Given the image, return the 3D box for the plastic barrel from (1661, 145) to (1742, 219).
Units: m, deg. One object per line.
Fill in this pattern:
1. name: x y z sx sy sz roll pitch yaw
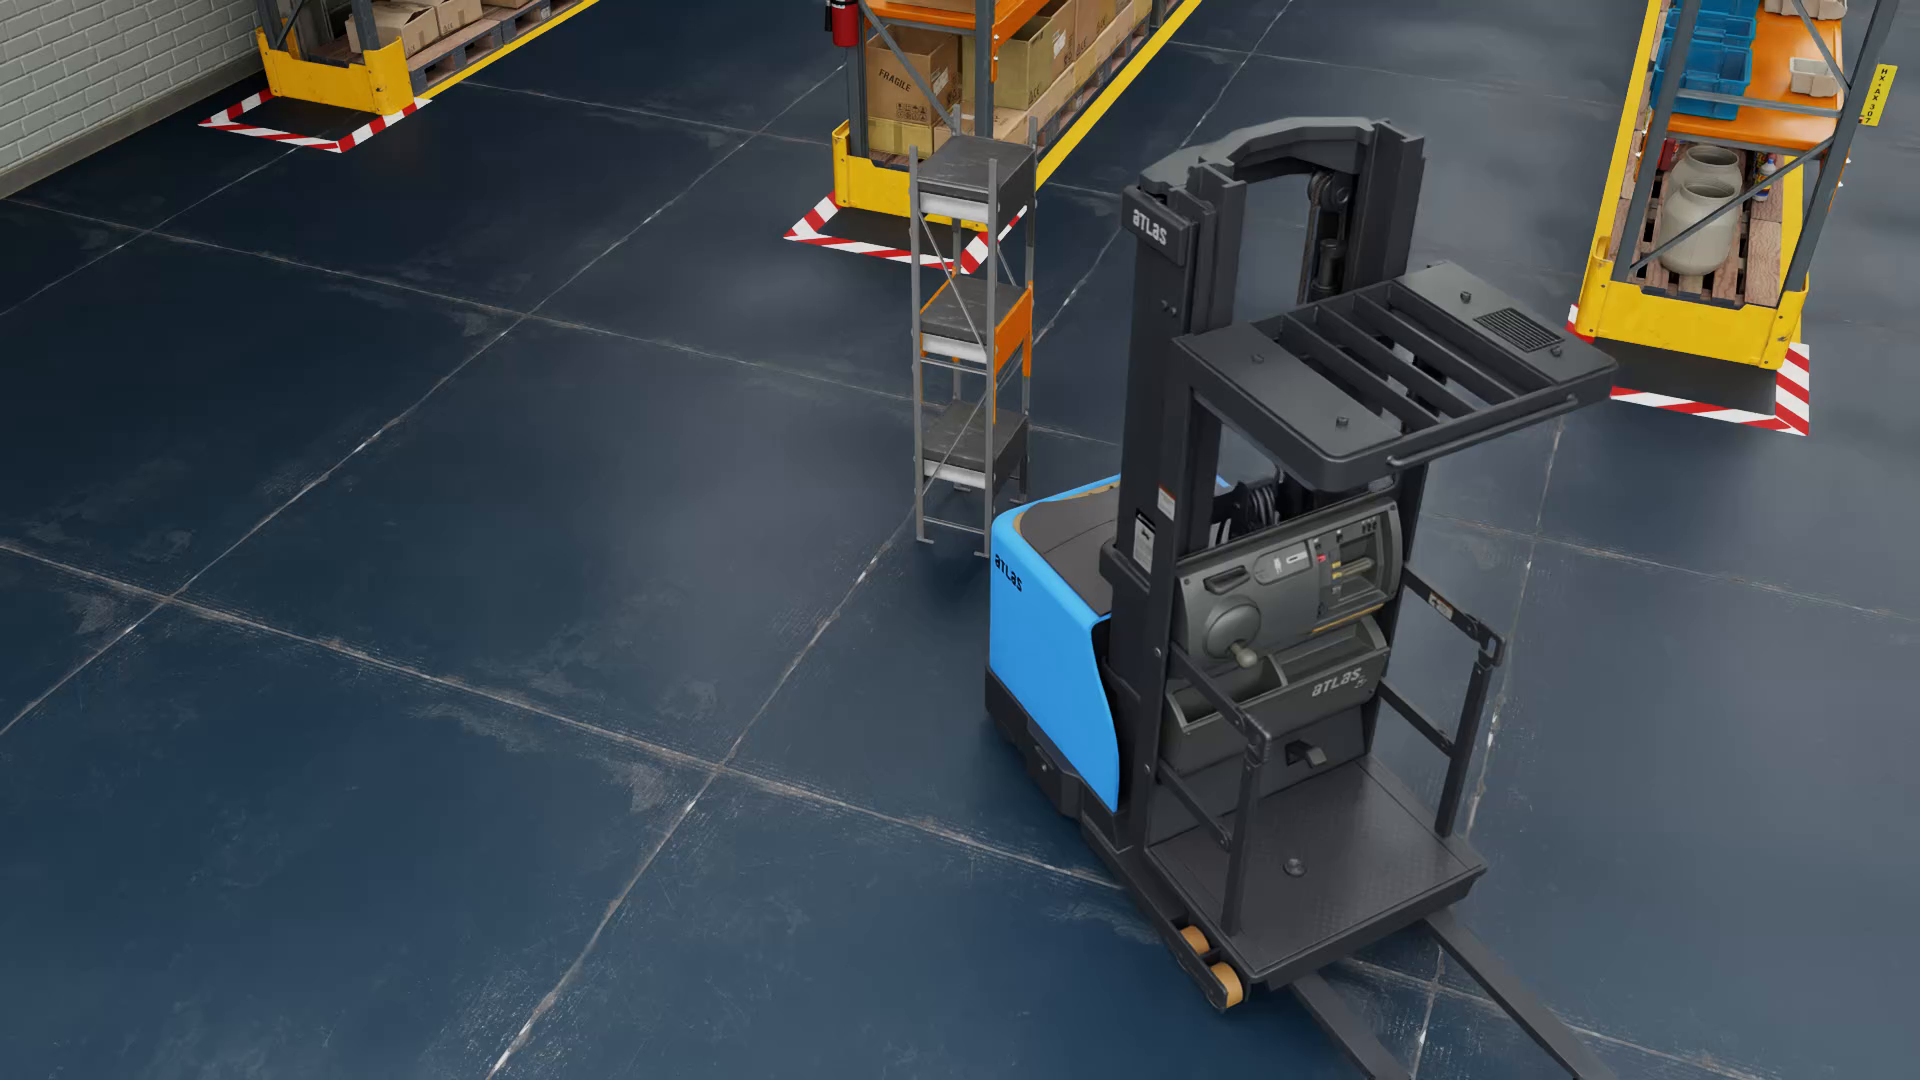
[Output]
1. plastic barrel: 4.685 -2.188 10.500 0.421 0.512 0.421 0 37 0

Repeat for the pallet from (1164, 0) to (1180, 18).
1. pallet: 1.502 -5.002 14.867 1.003 0.211 1.213 14 39 18

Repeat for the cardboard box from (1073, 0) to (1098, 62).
1. cardboard box: 0.718 -3.931 12.424 0.500 0.500 0.500 14 39 18

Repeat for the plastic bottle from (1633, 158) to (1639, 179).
1. plastic bottle: 4.608 -2.529 11.199 0.097 0.201 0.097 0 37 0

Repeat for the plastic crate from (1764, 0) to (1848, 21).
1. plastic crate: 5.453 -3.509 10.761 0.530 0.136 0.437 14 39 18

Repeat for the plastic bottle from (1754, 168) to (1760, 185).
1. plastic bottle: 5.332 -2.402 11.030 0.097 0.201 0.097 0 37 0

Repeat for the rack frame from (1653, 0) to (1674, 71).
1. rack frame: 5.837 -4.571 11.962 1.000 3.000 0.127 14 39 18

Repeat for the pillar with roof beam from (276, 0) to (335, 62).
1. pillar with roof beam: -1.399 -6.620 9.693 9.100 9.000 0.400 14 39 18

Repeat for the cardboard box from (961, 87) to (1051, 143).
1. cardboard box: 0.332 -3.078 11.910 0.500 0.250 0.500 14 39 18

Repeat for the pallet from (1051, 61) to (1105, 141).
1. pallet: 0.453 -3.476 12.826 1.003 0.211 1.213 14 39 18

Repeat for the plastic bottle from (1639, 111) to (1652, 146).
1. plastic bottle: 4.842 -2.891 11.559 0.144 0.351 0.185 15 39 20

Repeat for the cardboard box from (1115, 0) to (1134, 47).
1. cardboard box: 1.084 -4.188 13.394 0.500 0.250 0.500 14 39 18

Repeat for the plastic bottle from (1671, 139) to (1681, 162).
1. plastic bottle: 4.905 -2.721 11.456 0.097 0.201 0.097 0 37 0

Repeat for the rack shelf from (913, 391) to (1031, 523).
1. rack shelf: 0.063 -0.361 8.273 0.431 0.518 0.480 14 39 18

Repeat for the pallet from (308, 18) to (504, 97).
1. pallet: -4.476 -3.980 13.501 1.003 0.211 1.213 14 39 18

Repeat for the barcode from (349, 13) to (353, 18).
1. barcode: -4.864 -4.180 13.309 0.001 0.075 0.075 14 39 18

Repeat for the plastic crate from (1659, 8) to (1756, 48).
1. plastic crate: 4.481 -3.001 9.985 0.499 0.251 0.408 14 39 18

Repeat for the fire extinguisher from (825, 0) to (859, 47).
1. fire extinguisher: -0.739 -3.497 10.589 0.296 0.674 0.183 14 39 18

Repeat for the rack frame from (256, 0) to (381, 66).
1. rack frame: -4.847 -4.614 12.018 1.000 3.000 0.127 14 39 18

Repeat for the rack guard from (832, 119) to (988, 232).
1. rack guard: -0.274 -2.473 11.242 1.175 0.500 0.348 14 39 18

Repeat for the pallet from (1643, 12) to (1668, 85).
1. pallet: 6.100 -3.898 13.390 1.003 0.211 1.213 14 39 18

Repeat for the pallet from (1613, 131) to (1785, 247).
1. pallet: 5.080 -2.414 11.405 1.003 0.211 1.213 14 39 18

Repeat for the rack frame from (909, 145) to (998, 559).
1. rack frame: -0.030 -0.798 7.665 0.400 2.100 0.015 14 39 18

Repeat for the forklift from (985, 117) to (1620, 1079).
1. forklift: 1.258 0.221 5.608 1.130 2.935 3.031 -18 40 -23

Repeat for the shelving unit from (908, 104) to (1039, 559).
1. shelving unit: 0.063 -0.933 7.846 0.431 2.100 0.503 14 39 18

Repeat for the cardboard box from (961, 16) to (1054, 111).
1. cardboard box: 0.334 -3.378 11.685 0.500 0.500 0.500 14 39 18

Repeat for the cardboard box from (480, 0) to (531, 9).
1. cardboard box: -3.958 -4.862 14.071 0.700 0.500 0.500 11 38 15

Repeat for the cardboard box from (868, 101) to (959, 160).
1. cardboard box: -0.334 -2.918 11.696 0.500 0.250 0.500 14 39 18

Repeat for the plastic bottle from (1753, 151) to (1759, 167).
1. plastic bottle: 5.499 -2.645 11.355 0.097 0.201 0.097 0 37 0

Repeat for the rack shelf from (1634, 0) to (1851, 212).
1. rack shelf: 5.076 -3.176 10.696 1.077 0.370 4.000 14 39 18

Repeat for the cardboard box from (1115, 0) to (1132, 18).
1. cardboard box: 1.082 -4.488 13.170 0.500 0.500 0.500 14 39 18

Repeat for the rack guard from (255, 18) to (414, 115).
1. rack guard: -4.818 -3.654 12.823 1.175 0.500 0.348 14 39 18

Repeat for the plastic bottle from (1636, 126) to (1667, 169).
1. plastic bottle: 4.729 -2.692 11.355 0.152 0.276 0.135 14 39 18

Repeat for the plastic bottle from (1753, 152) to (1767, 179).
1. plastic bottle: 5.423 -2.563 11.186 0.097 0.271 0.097 0 37 0

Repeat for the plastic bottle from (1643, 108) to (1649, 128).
1. plastic bottle: 4.945 -3.018 11.854 0.097 0.201 0.097 0 37 0

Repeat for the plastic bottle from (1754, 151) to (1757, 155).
1. plastic bottle: 5.577 -2.759 11.507 0.097 0.201 0.097 0 37 0

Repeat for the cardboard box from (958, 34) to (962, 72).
1. cardboard box: 0.031 -3.776 12.218 0.500 0.500 0.500 14 39 18

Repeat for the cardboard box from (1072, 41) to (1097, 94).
1. cardboard box: 0.718 -3.630 12.649 0.500 0.250 0.500 14 39 18

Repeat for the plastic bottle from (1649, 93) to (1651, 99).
1. plastic bottle: 5.212 -3.395 12.296 0.152 0.276 0.135 15 39 19

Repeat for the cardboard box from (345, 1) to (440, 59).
1. cardboard box: -4.501 -4.075 13.177 0.500 0.311 0.500 10 38 13

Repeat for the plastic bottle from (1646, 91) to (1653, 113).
1. plastic bottle: 5.074 -3.230 12.012 0.144 0.351 0.185 12 38 16
